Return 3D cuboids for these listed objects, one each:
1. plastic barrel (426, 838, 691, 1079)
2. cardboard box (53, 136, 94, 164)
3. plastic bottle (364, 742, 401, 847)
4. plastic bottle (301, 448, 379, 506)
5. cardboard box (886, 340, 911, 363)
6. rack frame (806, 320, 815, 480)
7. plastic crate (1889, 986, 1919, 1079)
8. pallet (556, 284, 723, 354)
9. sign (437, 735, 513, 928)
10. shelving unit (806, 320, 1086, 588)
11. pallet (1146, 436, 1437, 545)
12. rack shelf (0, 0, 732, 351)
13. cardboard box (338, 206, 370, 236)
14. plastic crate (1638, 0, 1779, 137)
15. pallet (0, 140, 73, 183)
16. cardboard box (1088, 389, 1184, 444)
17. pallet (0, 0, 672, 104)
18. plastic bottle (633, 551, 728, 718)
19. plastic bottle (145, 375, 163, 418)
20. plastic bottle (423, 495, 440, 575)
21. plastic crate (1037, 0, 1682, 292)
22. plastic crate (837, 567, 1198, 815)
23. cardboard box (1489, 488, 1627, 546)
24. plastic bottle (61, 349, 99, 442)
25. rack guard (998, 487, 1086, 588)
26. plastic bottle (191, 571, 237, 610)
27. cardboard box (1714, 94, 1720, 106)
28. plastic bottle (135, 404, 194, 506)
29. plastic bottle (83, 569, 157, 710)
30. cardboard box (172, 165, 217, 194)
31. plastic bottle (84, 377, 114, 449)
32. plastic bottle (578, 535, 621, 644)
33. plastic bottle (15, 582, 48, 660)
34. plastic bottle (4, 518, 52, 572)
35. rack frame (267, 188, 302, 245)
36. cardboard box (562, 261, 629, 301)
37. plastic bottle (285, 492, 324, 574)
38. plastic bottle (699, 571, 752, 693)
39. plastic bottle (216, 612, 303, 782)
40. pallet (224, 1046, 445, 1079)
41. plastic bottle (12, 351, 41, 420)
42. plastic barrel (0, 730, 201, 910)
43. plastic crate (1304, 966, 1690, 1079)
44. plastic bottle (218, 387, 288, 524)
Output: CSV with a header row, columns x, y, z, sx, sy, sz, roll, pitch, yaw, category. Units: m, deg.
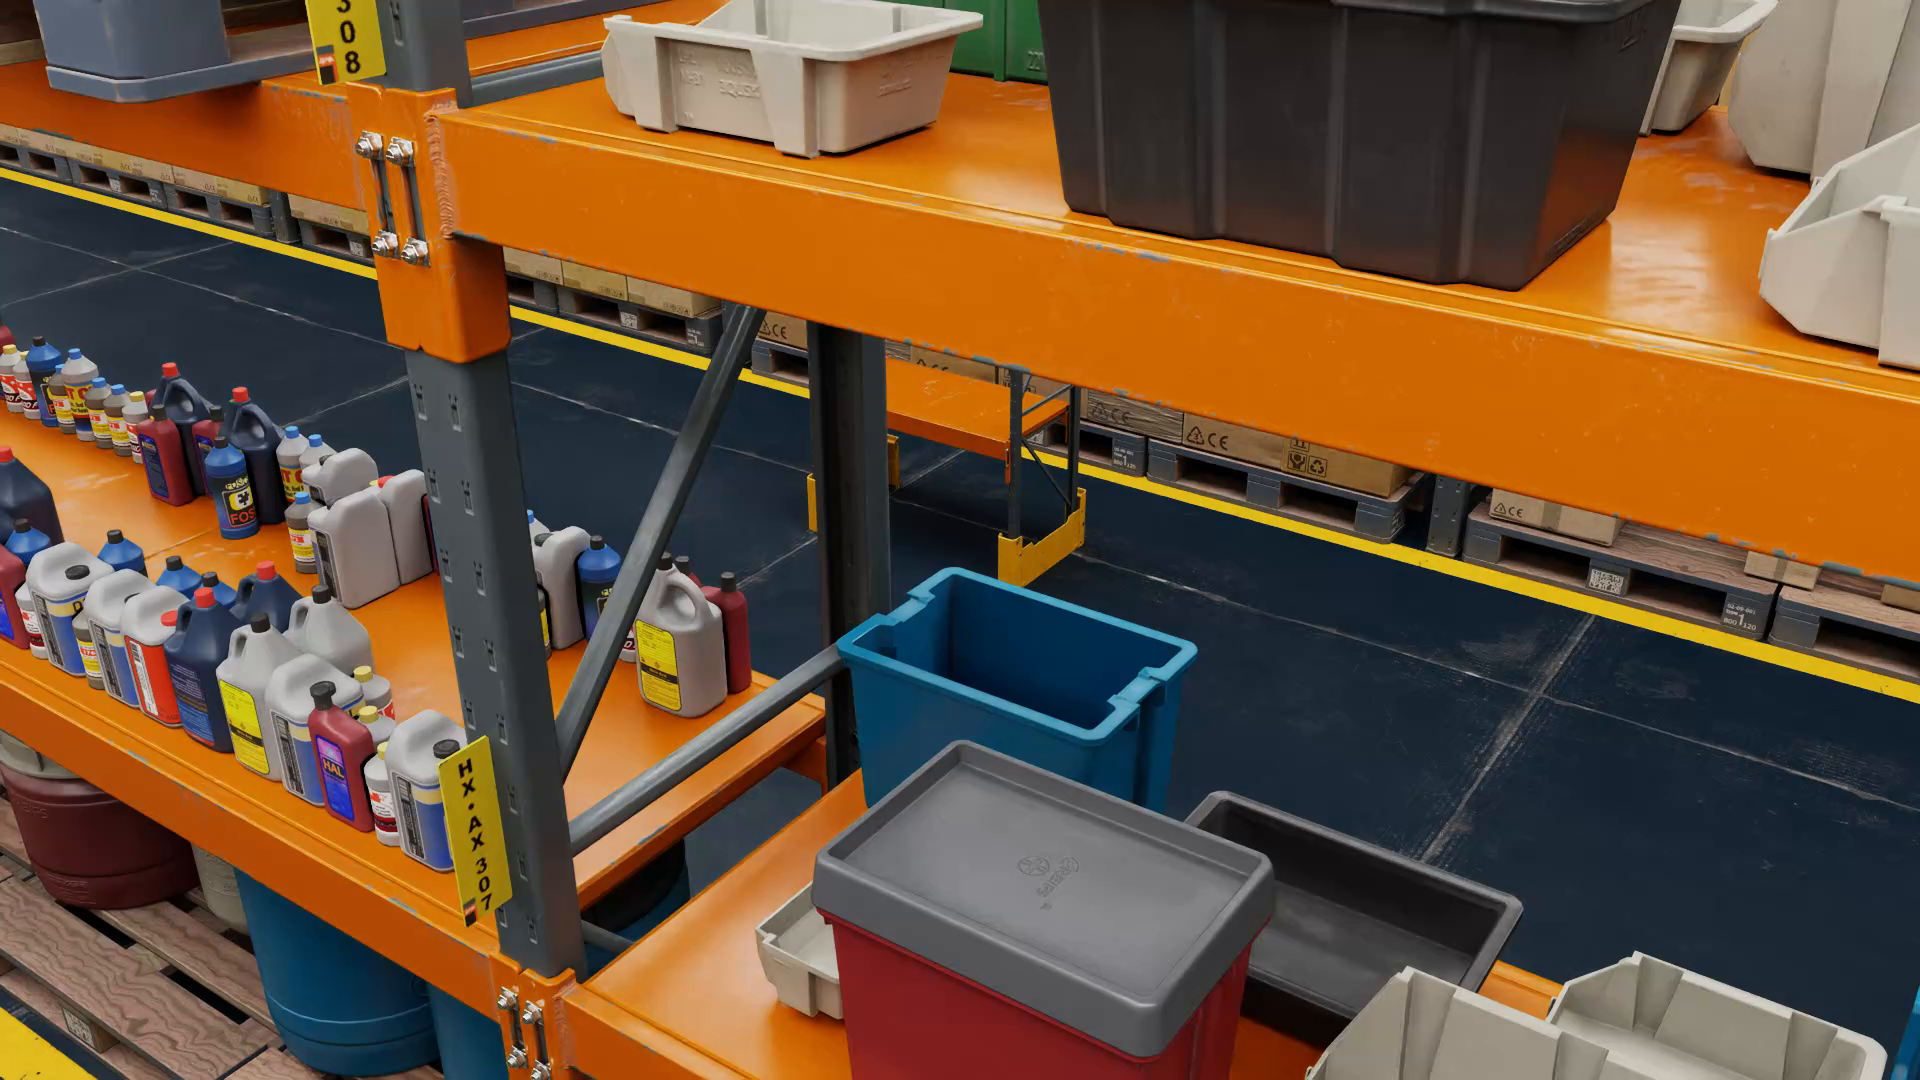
x,y,z,sx,sy,sz,roll,pitch,yaw,category
-0.912,0.996,3.836,0.708,0.901,0.600,17,32,30,plastic barrel
-6.415,-3.023,12.452,0.500,0.250,0.500,17,32,30,cardboard box
-1.092,0.483,3.213,0.097,0.201,0.097,0,27,0,plastic bottle
-1.593,-0.109,4.294,0.135,0.276,0.152,17,32,30,plastic bottle
-0.315,-1.210,8.591,0.500,0.500,0.500,16,31,29,cardboard box
-0.489,-0.821,7.209,0.032,1.500,0.500,17,32,30,rack frame
1.474,0.868,2.356,0.300,0.233,0.416,17,32,30,plastic crate
-1.619,-1.467,9.900,1.213,0.211,1.003,17,32,30,pallet
-0.786,0.476,2.702,0.005,0.325,0.100,17,32,30,sign
-0.063,-0.688,6.948,1.083,1.500,0.587,17,32,30,shelving unit
1.643,-0.408,7.820,1.213,0.211,1.003,17,32,30,pallet
-2.122,-1.135,3.660,4.000,0.370,1.077,17,32,30,rack shelf
-3.647,-2.145,10.726,0.500,0.250,0.500,18,32,32,cardboard box
0.791,-0.641,2.185,0.466,0.136,0.293,17,32,30,plastic crate
-6.903,-3.115,13.137,1.213,0.211,1.003,17,32,30,pallet
0.950,-0.817,7.819,0.500,0.500,0.500,18,32,31,cardboard box
-1.175,-1.023,2.854,1.003,0.211,1.213,17,32,30,pallet
-0.613,0.194,3.615,0.185,0.351,0.144,17,32,30,plastic bottle
-2.253,-0.343,4.745,0.133,0.283,0.061,17,32,30,plastic bottle
-1.266,-0.035,4.141,0.133,0.283,0.061,17,32,30,plastic bottle
0.396,-0.463,1.689,0.590,0.269,0.497,17,32,30,plastic crate
0.105,0.367,3.173,0.575,0.384,0.392,17,32,30,plastic crate
2.558,-0.266,6.944,0.500,0.311,0.500,17,32,30,cardboard box
-2.599,-0.435,4.940,0.097,0.271,0.097,0,27,0,plastic bottle
0.348,-0.003,6.980,0.087,0.250,0.587,17,32,30,rack guard
-1.643,0.197,3.698,0.097,0.271,0.097,0,27,0,plastic bottle
2.563,-1.721,6.111,0.500,0.500,0.500,18,32,32,cardboard box
-2.182,-0.242,4.546,0.133,0.283,0.061,17,32,30,plastic bottle
-1.809,0.211,3.664,0.135,0.276,0.152,17,32,30,plastic bottle
-5.172,-2.642,11.703,0.500,0.250,0.500,17,32,30,cardboard box
-2.519,-0.379,4.907,0.097,0.201,0.097,0,27,0,plastic bottle
-0.830,0.116,3.857,0.097,0.271,0.097,0,27,0,plastic bottle
-2.111,0.166,3.837,0.097,0.201,0.097,0,27,0,plastic bottle
-2.187,0.077,3.933,0.097,0.271,0.097,0,27,0,plastic bottle
-4.260,-3.511,10.842,0.127,3.000,1.000,17,32,30,rack frame
-1.961,-1.620,9.695,0.500,0.250,0.500,17,31,30,cardboard box
-1.649,-0.024,4.210,0.097,0.201,0.097,0,27,0,plastic bottle
-0.534,0.193,3.693,0.133,0.283,0.061,17,32,30,plastic bottle
-1.416,0.303,3.403,0.185,0.351,0.144,17,32,30,plastic bottle
-1.086,1.423,4.220,1.213,0.211,1.003,17,32,30,pallet
-2.840,-0.479,5.103,0.097,0.201,0.097,0,27,0,plastic bottle
-2.427,0.664,4.834,0.708,0.588,0.600,17,32,30,plastic barrel
0.681,0.881,2.275,0.530,0.282,0.437,17,32,30,plastic crate
-1.883,-0.235,4.459,0.185,0.351,0.144,17,32,30,plastic bottle
